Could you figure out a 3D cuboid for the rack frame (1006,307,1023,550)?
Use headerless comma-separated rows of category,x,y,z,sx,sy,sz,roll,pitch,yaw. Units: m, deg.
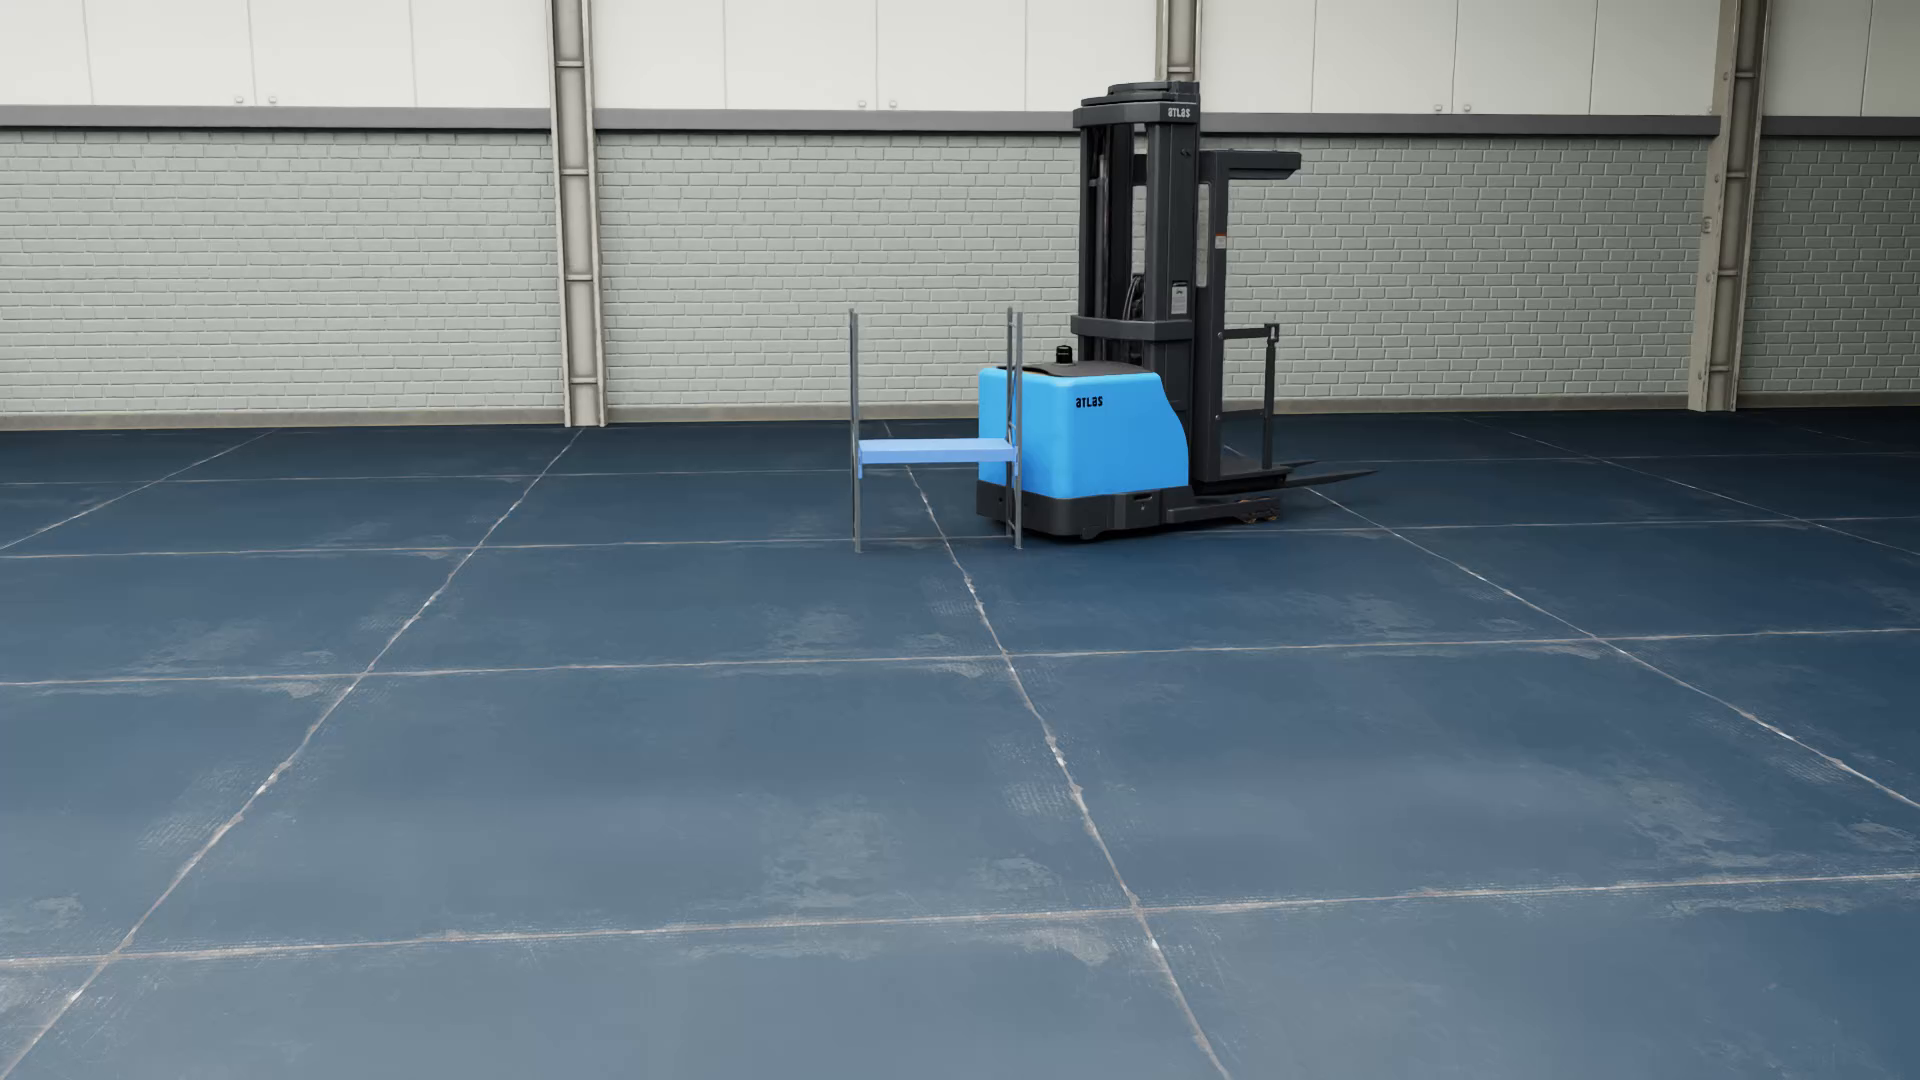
rack frame,0.345,-0.718,10.633,0.032,1.500,0.500,-1,11,-6

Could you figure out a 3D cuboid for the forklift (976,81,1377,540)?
forklift,1.632,-1.628,11.550,3.031,2.935,1.130,-7,13,-32

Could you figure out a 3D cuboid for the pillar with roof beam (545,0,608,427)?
pillar with roof beam,-3.306,-4.756,11.731,0.400,9.000,9.100,-1,11,-6

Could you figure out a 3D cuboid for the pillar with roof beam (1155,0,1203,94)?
pillar with roof beam,2.659,-4.881,12.367,0.400,9.000,9.100,-1,11,-6

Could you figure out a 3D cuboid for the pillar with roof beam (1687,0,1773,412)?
pillar with roof beam,8.624,-5.006,13.003,0.400,9.000,9.100,-1,11,-6

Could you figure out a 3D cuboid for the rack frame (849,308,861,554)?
rack frame,-0.666,-0.698,10.528,0.032,1.500,0.500,-1,11,-6

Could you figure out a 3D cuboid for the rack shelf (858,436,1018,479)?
rack shelf,-0.161,-0.531,10.616,1.000,0.185,0.538,-1,11,-6

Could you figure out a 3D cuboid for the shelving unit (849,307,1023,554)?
shelving unit,-0.161,-0.708,10.581,1.048,1.500,0.538,-1,11,-6
